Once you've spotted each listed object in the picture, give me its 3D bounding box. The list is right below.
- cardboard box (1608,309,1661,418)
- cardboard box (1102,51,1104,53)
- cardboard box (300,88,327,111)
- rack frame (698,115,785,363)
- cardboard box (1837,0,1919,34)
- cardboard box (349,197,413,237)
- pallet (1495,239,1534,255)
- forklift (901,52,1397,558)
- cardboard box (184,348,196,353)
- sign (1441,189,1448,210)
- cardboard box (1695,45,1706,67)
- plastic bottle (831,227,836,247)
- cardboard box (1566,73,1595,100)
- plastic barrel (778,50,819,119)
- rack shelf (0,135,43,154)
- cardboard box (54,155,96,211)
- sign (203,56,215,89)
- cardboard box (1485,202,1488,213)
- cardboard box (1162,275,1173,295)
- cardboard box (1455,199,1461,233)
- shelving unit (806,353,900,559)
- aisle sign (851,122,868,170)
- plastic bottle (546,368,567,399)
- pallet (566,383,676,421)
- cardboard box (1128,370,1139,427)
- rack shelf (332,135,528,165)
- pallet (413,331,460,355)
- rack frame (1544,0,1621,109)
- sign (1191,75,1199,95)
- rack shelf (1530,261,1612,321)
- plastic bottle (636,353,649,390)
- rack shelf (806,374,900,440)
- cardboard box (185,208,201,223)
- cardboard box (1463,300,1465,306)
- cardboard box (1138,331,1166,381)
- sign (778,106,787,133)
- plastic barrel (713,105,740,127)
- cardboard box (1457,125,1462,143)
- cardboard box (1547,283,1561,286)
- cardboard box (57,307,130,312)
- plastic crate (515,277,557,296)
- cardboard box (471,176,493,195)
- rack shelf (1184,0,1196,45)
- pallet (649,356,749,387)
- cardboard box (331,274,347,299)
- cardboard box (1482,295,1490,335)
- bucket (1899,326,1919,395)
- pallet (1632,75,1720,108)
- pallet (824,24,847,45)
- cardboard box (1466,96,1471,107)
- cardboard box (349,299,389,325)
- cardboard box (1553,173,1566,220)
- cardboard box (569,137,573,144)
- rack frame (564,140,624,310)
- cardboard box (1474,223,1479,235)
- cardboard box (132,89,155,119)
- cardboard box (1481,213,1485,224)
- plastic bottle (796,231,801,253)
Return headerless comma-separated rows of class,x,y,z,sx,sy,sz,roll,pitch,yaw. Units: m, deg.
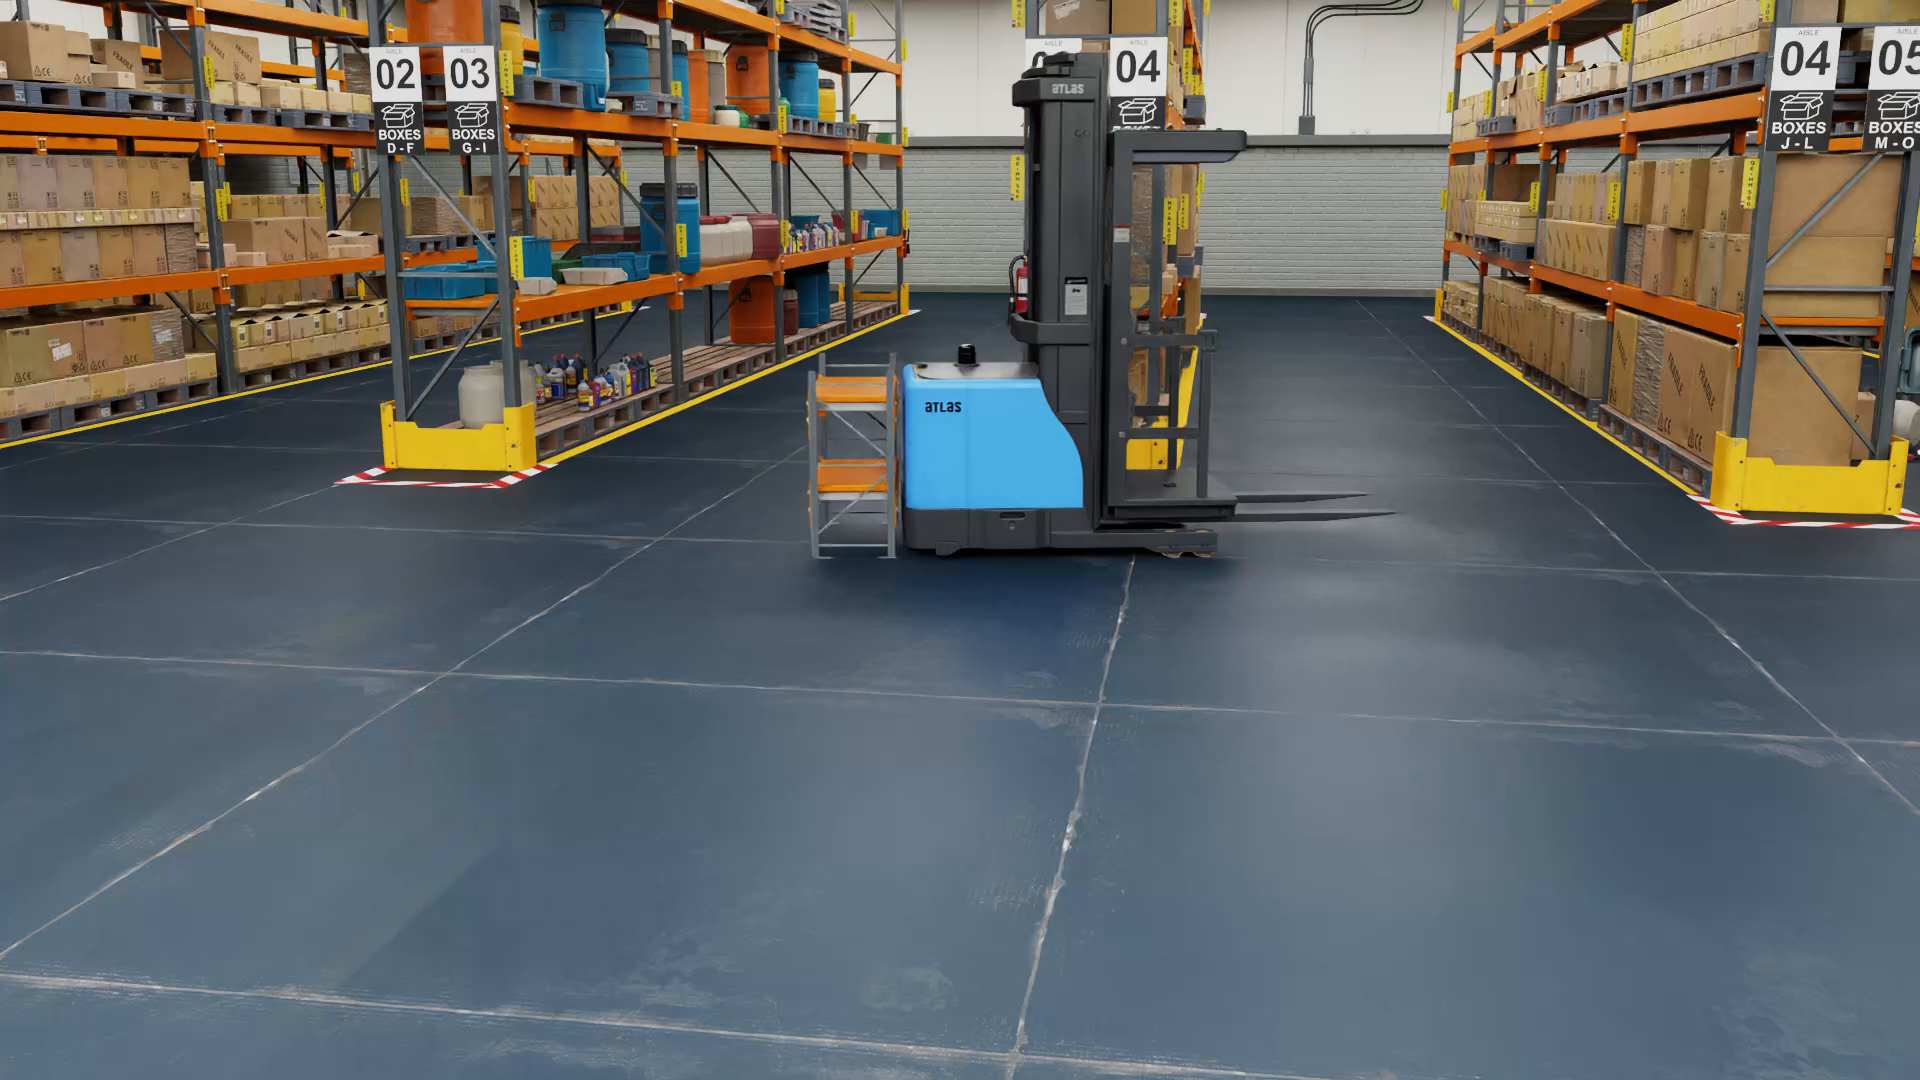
cardboard box,6.298,-1.564,14.678,0.875,0.875,0.875,2,12,10
cardboard box,0.964,-3.742,13.028,0.380,0.149,0.250,2,12,9
cardboard box,-7.770,-5.136,19.444,0.500,0.250,0.500,2,12,8
rack frame,-2.700,-3.701,20.547,1.000,3.000,0.127,2,12,9
cardboard box,6.176,-3.578,11.272,0.500,0.250,0.500,2,12,9
cardboard box,-7.609,-4.251,21.865,0.700,0.500,0.500,-2,12,-10
pallet,7.343,-3.678,20.897,1.003,0.211,1.213,2,12,9
forklift,1.156,-1.436,10.198,3.031,2.935,1.130,-1,12,-3
cardboard box,-8.432,-1.986,18.121,0.500,0.250,0.500,2,12,8
sign,7.773,-5.465,26.676,0.100,0.325,0.005,2,12,9
cardboard box,5.761,-3.636,12.486,0.380,0.149,0.250,2,12,9
plastic bottle,-1.817,-4.334,23.763,0.061,0.283,0.133,2,12,9
cardboard box,6.673,-4.758,17.454,0.500,0.250,0.500,2,12,10
plastic barrel,-2.197,-6.090,22.326,0.600,0.901,0.708,2,12,9
rack shelf,-12.797,-4.720,19.864,1.077,0.370,4.000,2,12,9
cardboard box,-8.503,-3.307,15.400,0.700,0.500,0.500,2,12,9
sign,-7.661,-4.770,16.970,0.100,0.325,0.005,2,12,9
cardboard box,7.059,-4.334,21.672,0.380,0.149,0.250,2,12,8
cardboard box,1.569,-2.113,13.775,0.380,0.149,0.250,2,12,9
cardboard box,7.822,-4.920,25.260,0.500,0.500,0.500,2,12,9
shelving unit,-0.651,-0.549,10.369,0.538,1.125,1.048,0,12,-1
aisle sign,-1.753,-6.662,28.114,0.394,0.787,0.004,2,12,9
plastic bottle,-3.794,-1.470,15.615,0.152,0.276,0.135,2,12,9
pallet,-3.460,-1.367,16.334,1.003,0.211,1.213,2,12,9
cardboard box,1.134,-1.114,13.477,0.500,0.500,0.500,5,13,23
rack shelf,-7.287,-5.393,22.987,1.077,0.370,4.000,2,12,9
pallet,-7.442,-2.653,22.304,1.003,0.211,1.213,2,12,9
rack frame,7.079,-6.291,18.327,1.000,3.000,0.127,2,12,9
sign,2.729,-5.242,19.348,0.100,0.325,0.005,2,12,9
rack shelf,6.771,-2.591,17.103,1.077,0.370,4.000,2,12,9
plastic bottle,-3.130,-1.645,16.250,0.144,0.351,0.185,2,12,7
rack shelf,-0.651,-0.835,10.307,0.538,0.278,1.000,0,12,-1
cardboard box,-8.040,-3.332,17.057,0.380,0.149,0.250,2,12,9
cardboard box,7.833,-3.605,25.167,0.380,0.149,0.250,3,12,12
cardboard box,1.786,-1.927,17.203,0.700,0.500,0.500,2,12,8
sign,-2.156,-5.100,20.166,0.100,0.325,0.005,2,12,9
plastic barrel,-2.665,-4.827,18.982,0.301,0.262,0.301,0,12,0
cardboard box,7.902,-6.222,25.483,0.500,0.250,0.500,2,12,10
cardboard box,7.591,-3.053,20.694,0.500,0.250,0.500,2,12,9
cardboard box,-8.659,-2.067,16.713,0.500,0.500,0.500,2,12,9
plastic crate,-3.475,-2.083,13.663,0.298,0.136,0.250,2,12,9
cardboard box,-7.157,-5.346,25.570,0.500,0.500,0.500,2,12,9
rack shelf,1.886,-5.510,17.356,1.077,0.370,4.000,2,12,9
pallet,-3.048,-1.925,18.923,1.003,0.211,1.213,2,12,9
cardboard box,-11.268,-4.522,29.291,0.700,0.500,0.500,2,12,9
cardboard box,7.318,-3.030,22.368,0.500,0.500,0.500,2,12,11
bucket,8.721,-1.566,14.802,0.726,0.611,0.620,7,4,28
pallet,6.328,-3.779,14.000,1.003,0.211,1.213,2,12,9
pallet,-2.182,-7.005,23.036,1.003,0.211,1.213,2,12,9
cardboard box,7.756,-6.530,24.778,0.380,0.149,0.250,2,12,10
cardboard box,-7.432,-2.881,20.938,0.500,0.311,0.500,2,12,10
cardboard box,7.000,-3.803,18.411,0.700,0.500,0.500,2,12,8
cardboard box,-6.427,-6.493,26.739,0.500,0.250,0.500,2,12,9
rack frame,-6.364,-5.528,29.022,1.000,3.000,0.127,2,12,9
cardboard box,7.179,-4.207,22.493,0.380,0.149,0.250,1,12,6
cardboard box,-12.140,-6.287,24.146,0.700,0.500,0.500,2,12,8
cardboard box,7.102,-4.244,21.962,0.380,0.149,0.250,2,12,10
plastic bottle,-2.142,-3.913,21.836,0.097,0.271,0.097,0,12,0
